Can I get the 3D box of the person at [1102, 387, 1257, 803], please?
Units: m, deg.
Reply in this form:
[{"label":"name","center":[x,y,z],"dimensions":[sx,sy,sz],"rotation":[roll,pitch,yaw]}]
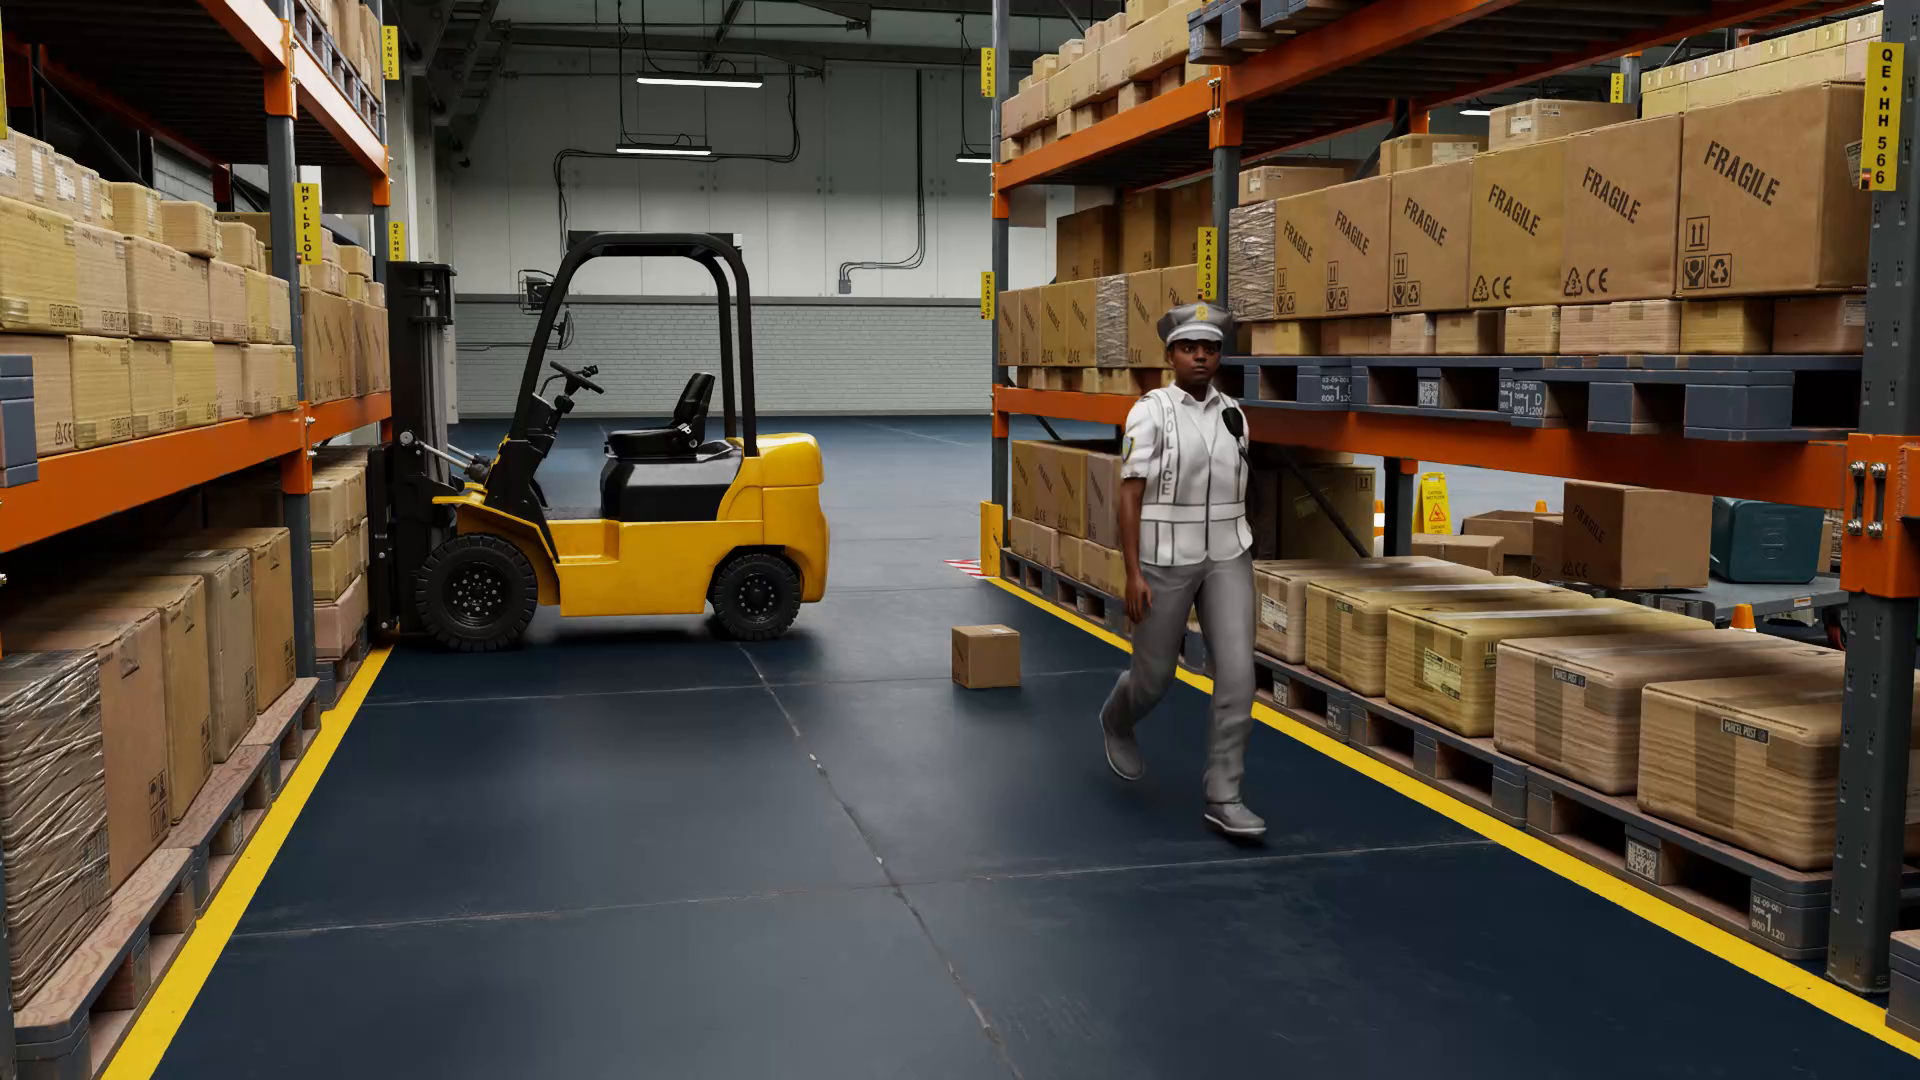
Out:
[{"label":"person","center":[0.725,0.162,5.440],"dimensions":[0.383,1.321,0.680],"rotation":[-1,6,-13]}]
